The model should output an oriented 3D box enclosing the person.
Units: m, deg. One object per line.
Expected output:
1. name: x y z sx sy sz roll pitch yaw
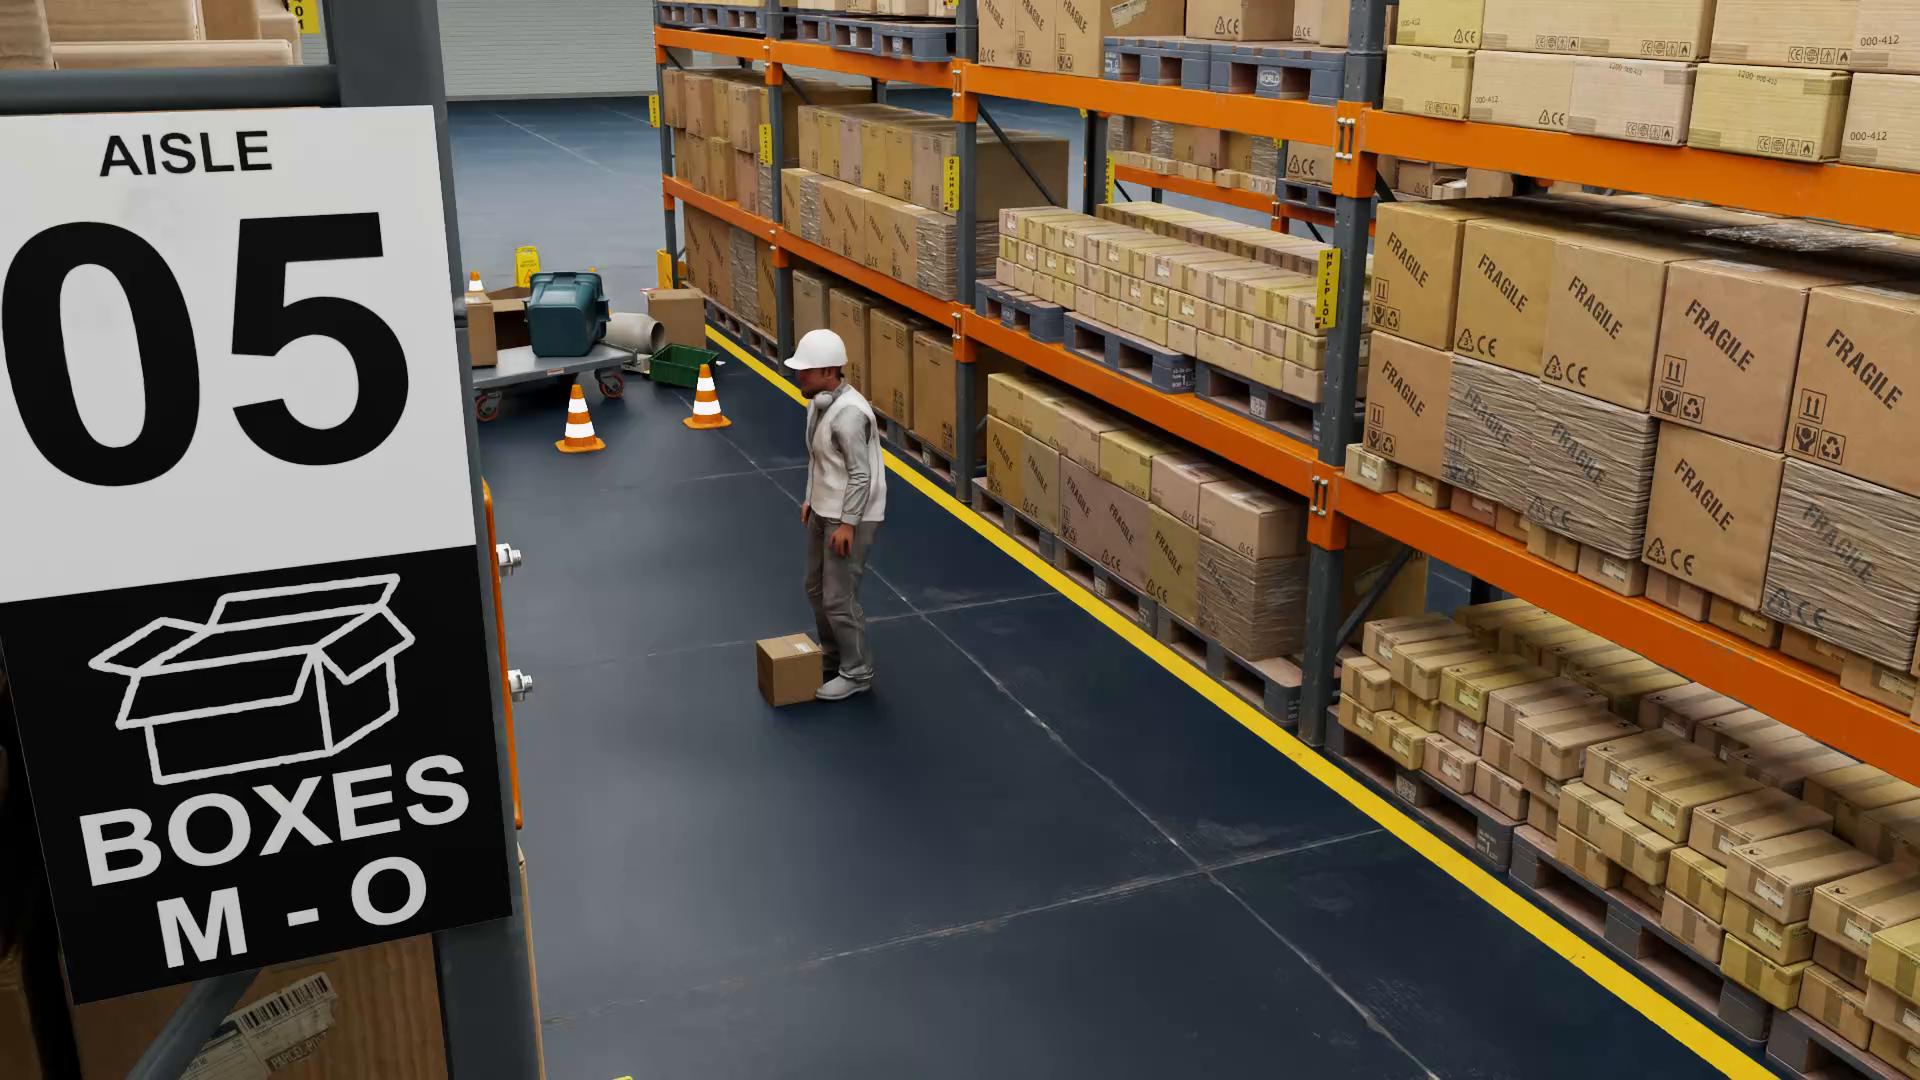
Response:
1. person: -0.590 -0.131 7.906 0.460 1.772 0.579 -8 20 -22
